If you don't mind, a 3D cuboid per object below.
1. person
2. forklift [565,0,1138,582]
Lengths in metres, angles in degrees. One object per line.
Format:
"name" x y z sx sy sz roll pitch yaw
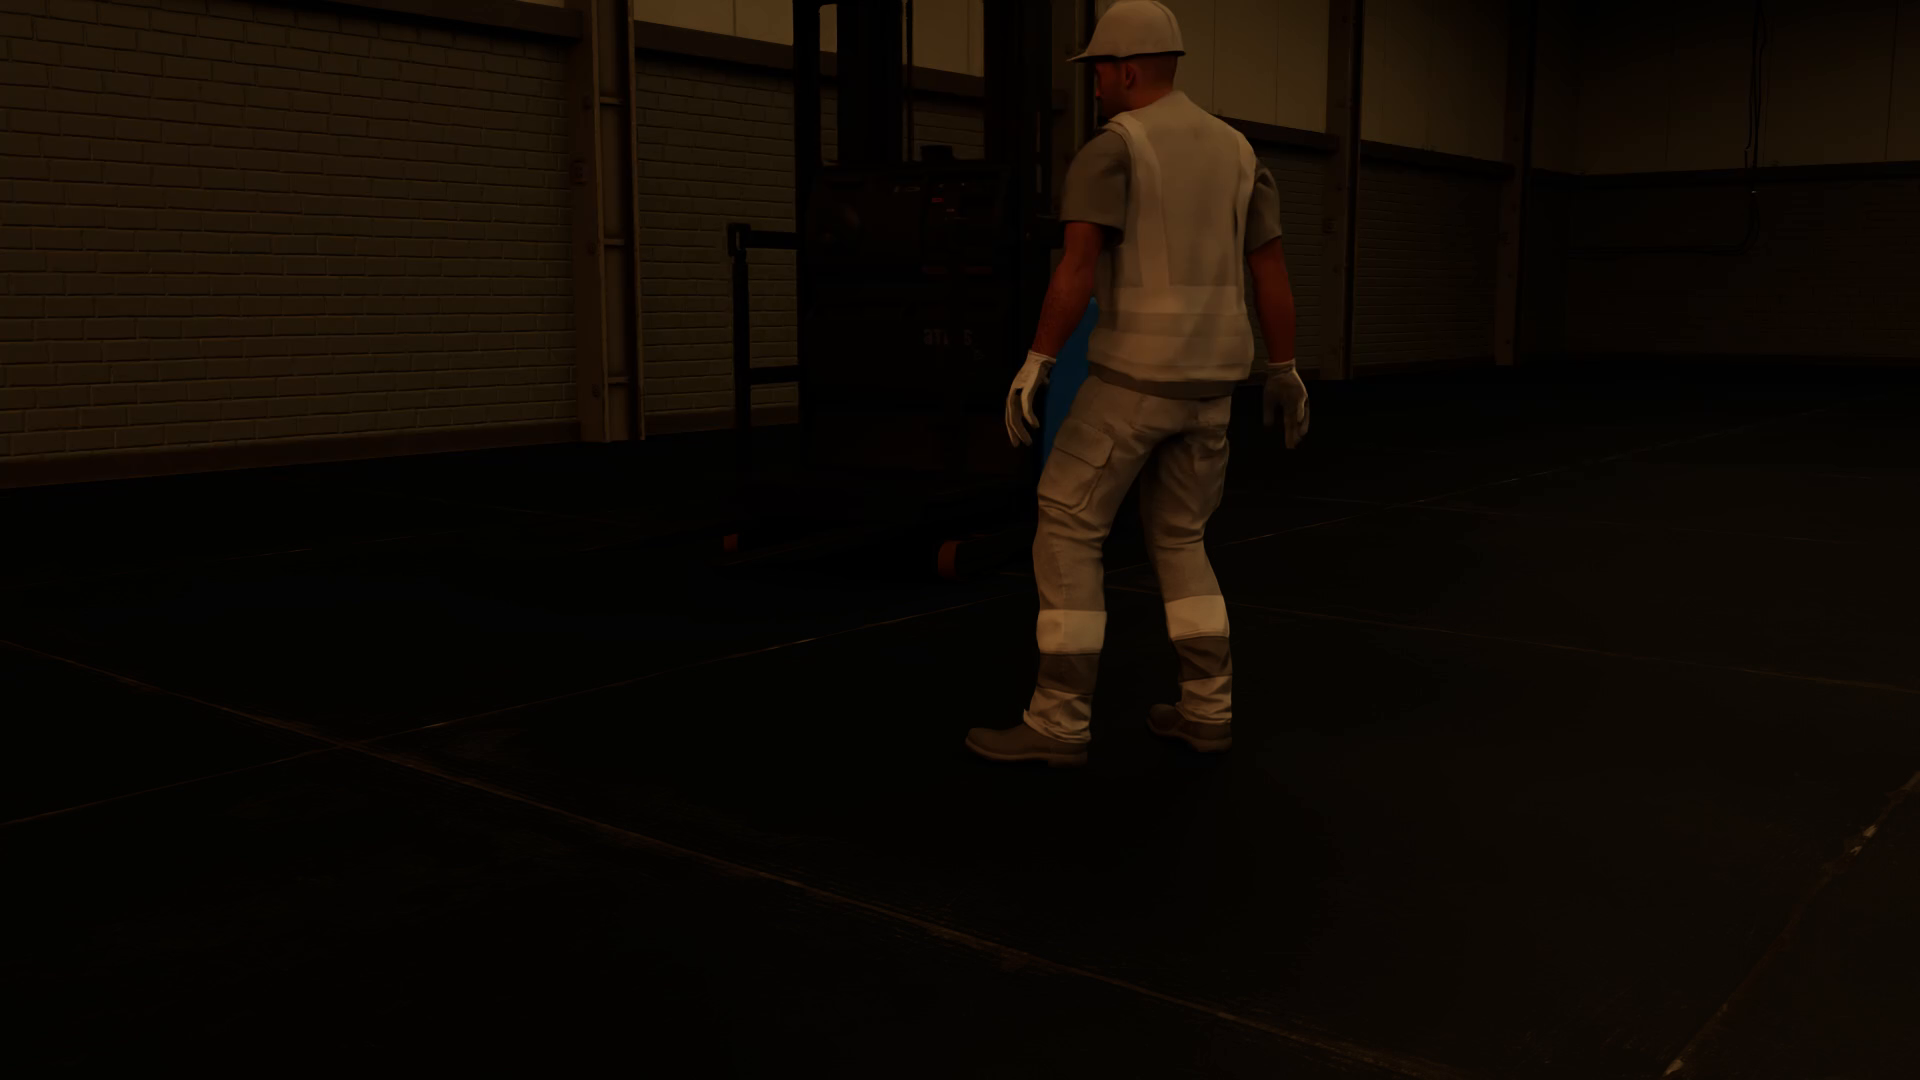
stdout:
"person" 0.432 -0.374 3.916 0.839 1.752 0.428 -6 10 -35
"forklift" -0.318 -1.363 6.596 1.130 2.935 3.031 5 9 28
